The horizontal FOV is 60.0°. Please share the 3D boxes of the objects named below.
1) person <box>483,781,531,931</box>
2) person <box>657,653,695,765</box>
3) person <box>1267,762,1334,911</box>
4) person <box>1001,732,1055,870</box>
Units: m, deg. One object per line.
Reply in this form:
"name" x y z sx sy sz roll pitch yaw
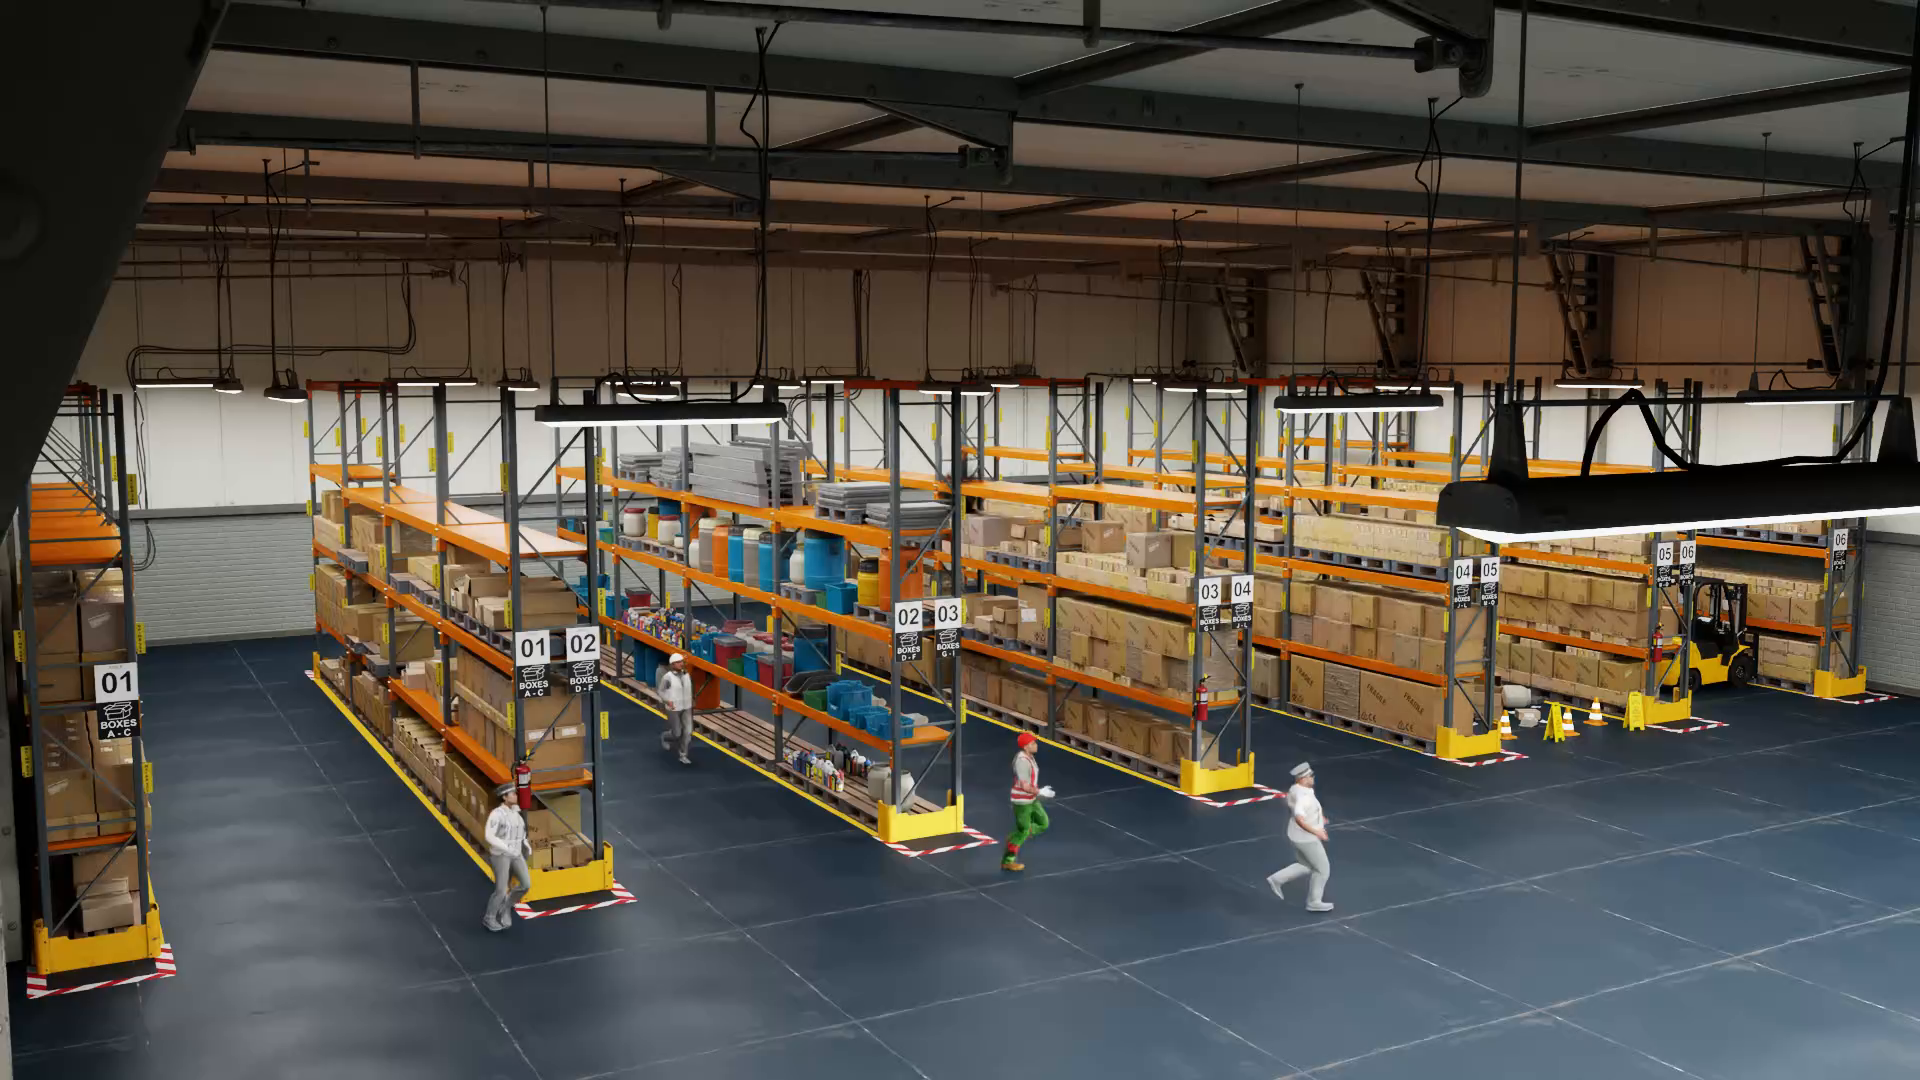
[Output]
"person" -5.036 3.527 18.651 0.541 1.651 0.688 3 7 29
"person" -4.502 2.667 26.482 0.663 1.750 0.756 -5 8 -37
"person" 3.958 3.426 19.212 0.761 1.734 0.670 0 6 -3
"person" 0.865 3.251 20.815 0.688 1.735 0.697 1 6 11
